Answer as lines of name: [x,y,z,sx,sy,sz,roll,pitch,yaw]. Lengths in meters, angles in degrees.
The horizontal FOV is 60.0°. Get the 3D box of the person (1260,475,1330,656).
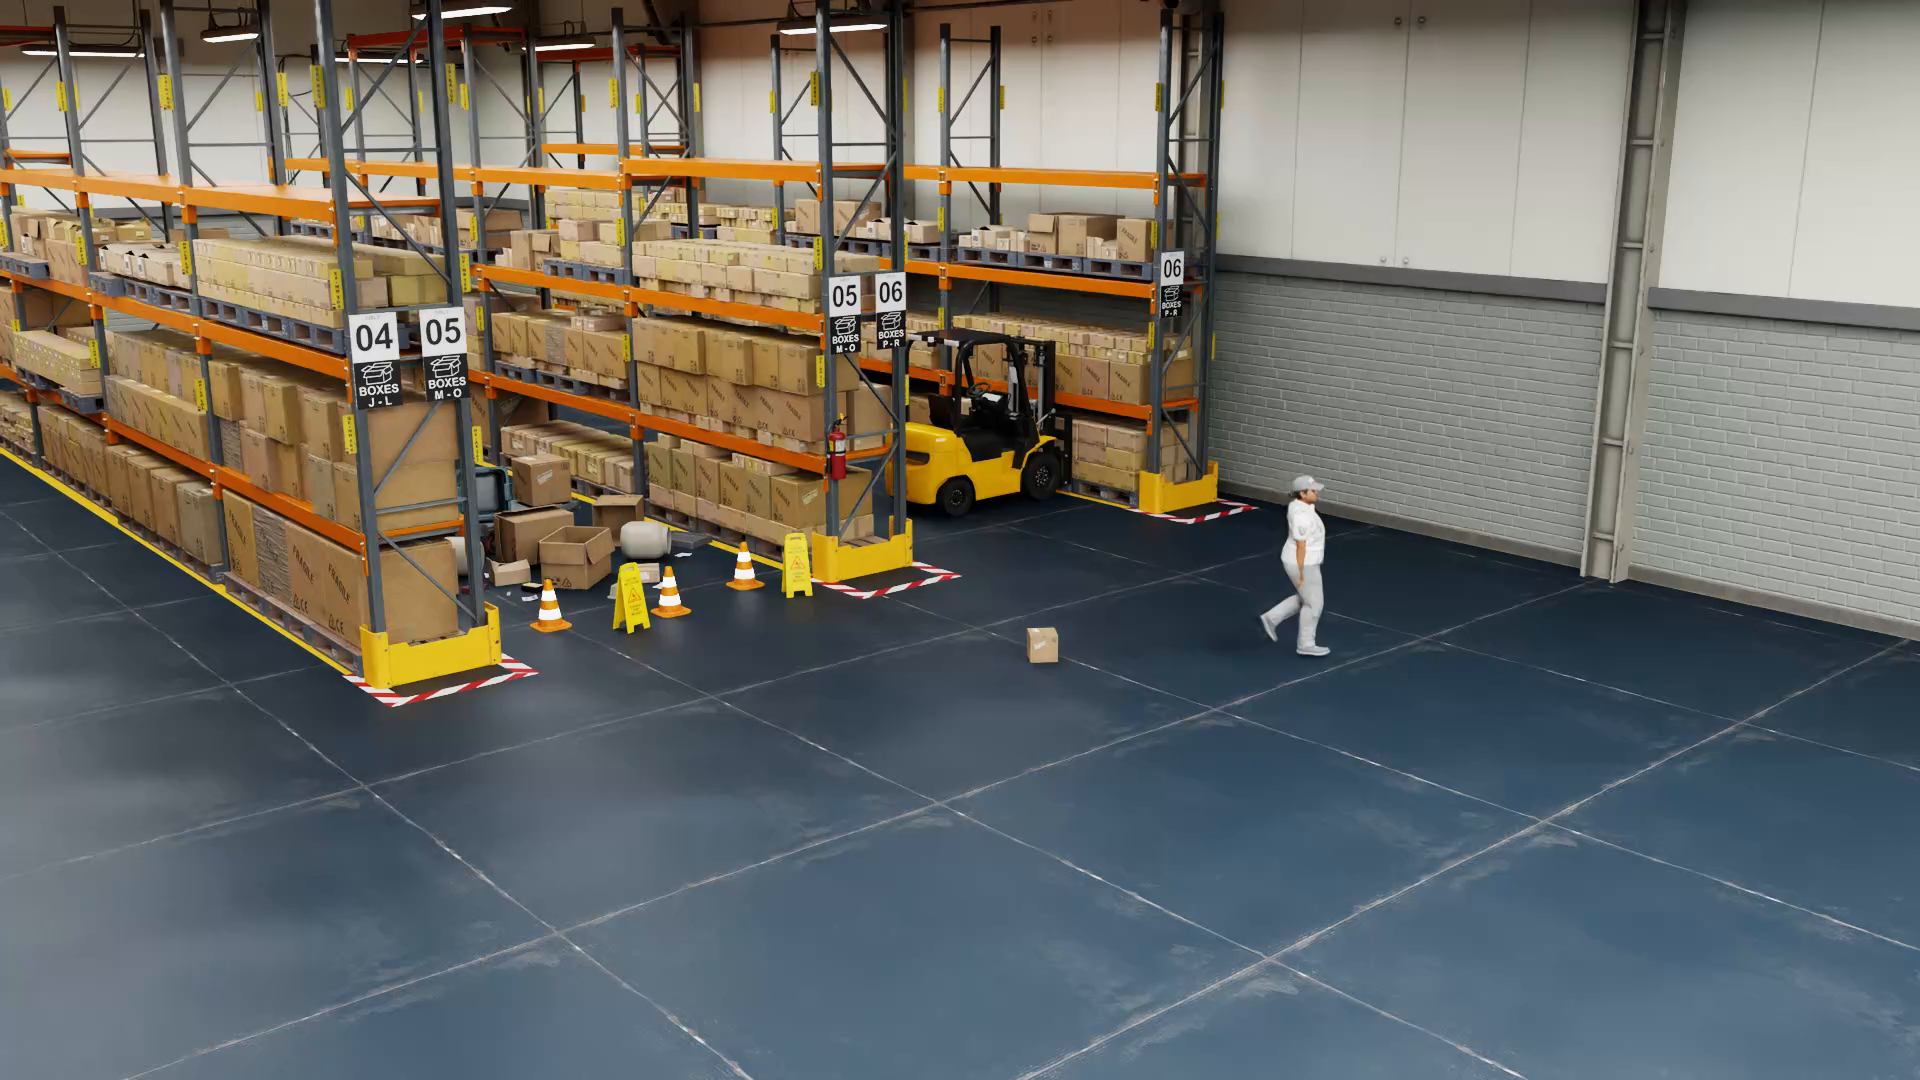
person: [3.063,0.220,15.037,0.620,1.649,0.485,1,14,3]
